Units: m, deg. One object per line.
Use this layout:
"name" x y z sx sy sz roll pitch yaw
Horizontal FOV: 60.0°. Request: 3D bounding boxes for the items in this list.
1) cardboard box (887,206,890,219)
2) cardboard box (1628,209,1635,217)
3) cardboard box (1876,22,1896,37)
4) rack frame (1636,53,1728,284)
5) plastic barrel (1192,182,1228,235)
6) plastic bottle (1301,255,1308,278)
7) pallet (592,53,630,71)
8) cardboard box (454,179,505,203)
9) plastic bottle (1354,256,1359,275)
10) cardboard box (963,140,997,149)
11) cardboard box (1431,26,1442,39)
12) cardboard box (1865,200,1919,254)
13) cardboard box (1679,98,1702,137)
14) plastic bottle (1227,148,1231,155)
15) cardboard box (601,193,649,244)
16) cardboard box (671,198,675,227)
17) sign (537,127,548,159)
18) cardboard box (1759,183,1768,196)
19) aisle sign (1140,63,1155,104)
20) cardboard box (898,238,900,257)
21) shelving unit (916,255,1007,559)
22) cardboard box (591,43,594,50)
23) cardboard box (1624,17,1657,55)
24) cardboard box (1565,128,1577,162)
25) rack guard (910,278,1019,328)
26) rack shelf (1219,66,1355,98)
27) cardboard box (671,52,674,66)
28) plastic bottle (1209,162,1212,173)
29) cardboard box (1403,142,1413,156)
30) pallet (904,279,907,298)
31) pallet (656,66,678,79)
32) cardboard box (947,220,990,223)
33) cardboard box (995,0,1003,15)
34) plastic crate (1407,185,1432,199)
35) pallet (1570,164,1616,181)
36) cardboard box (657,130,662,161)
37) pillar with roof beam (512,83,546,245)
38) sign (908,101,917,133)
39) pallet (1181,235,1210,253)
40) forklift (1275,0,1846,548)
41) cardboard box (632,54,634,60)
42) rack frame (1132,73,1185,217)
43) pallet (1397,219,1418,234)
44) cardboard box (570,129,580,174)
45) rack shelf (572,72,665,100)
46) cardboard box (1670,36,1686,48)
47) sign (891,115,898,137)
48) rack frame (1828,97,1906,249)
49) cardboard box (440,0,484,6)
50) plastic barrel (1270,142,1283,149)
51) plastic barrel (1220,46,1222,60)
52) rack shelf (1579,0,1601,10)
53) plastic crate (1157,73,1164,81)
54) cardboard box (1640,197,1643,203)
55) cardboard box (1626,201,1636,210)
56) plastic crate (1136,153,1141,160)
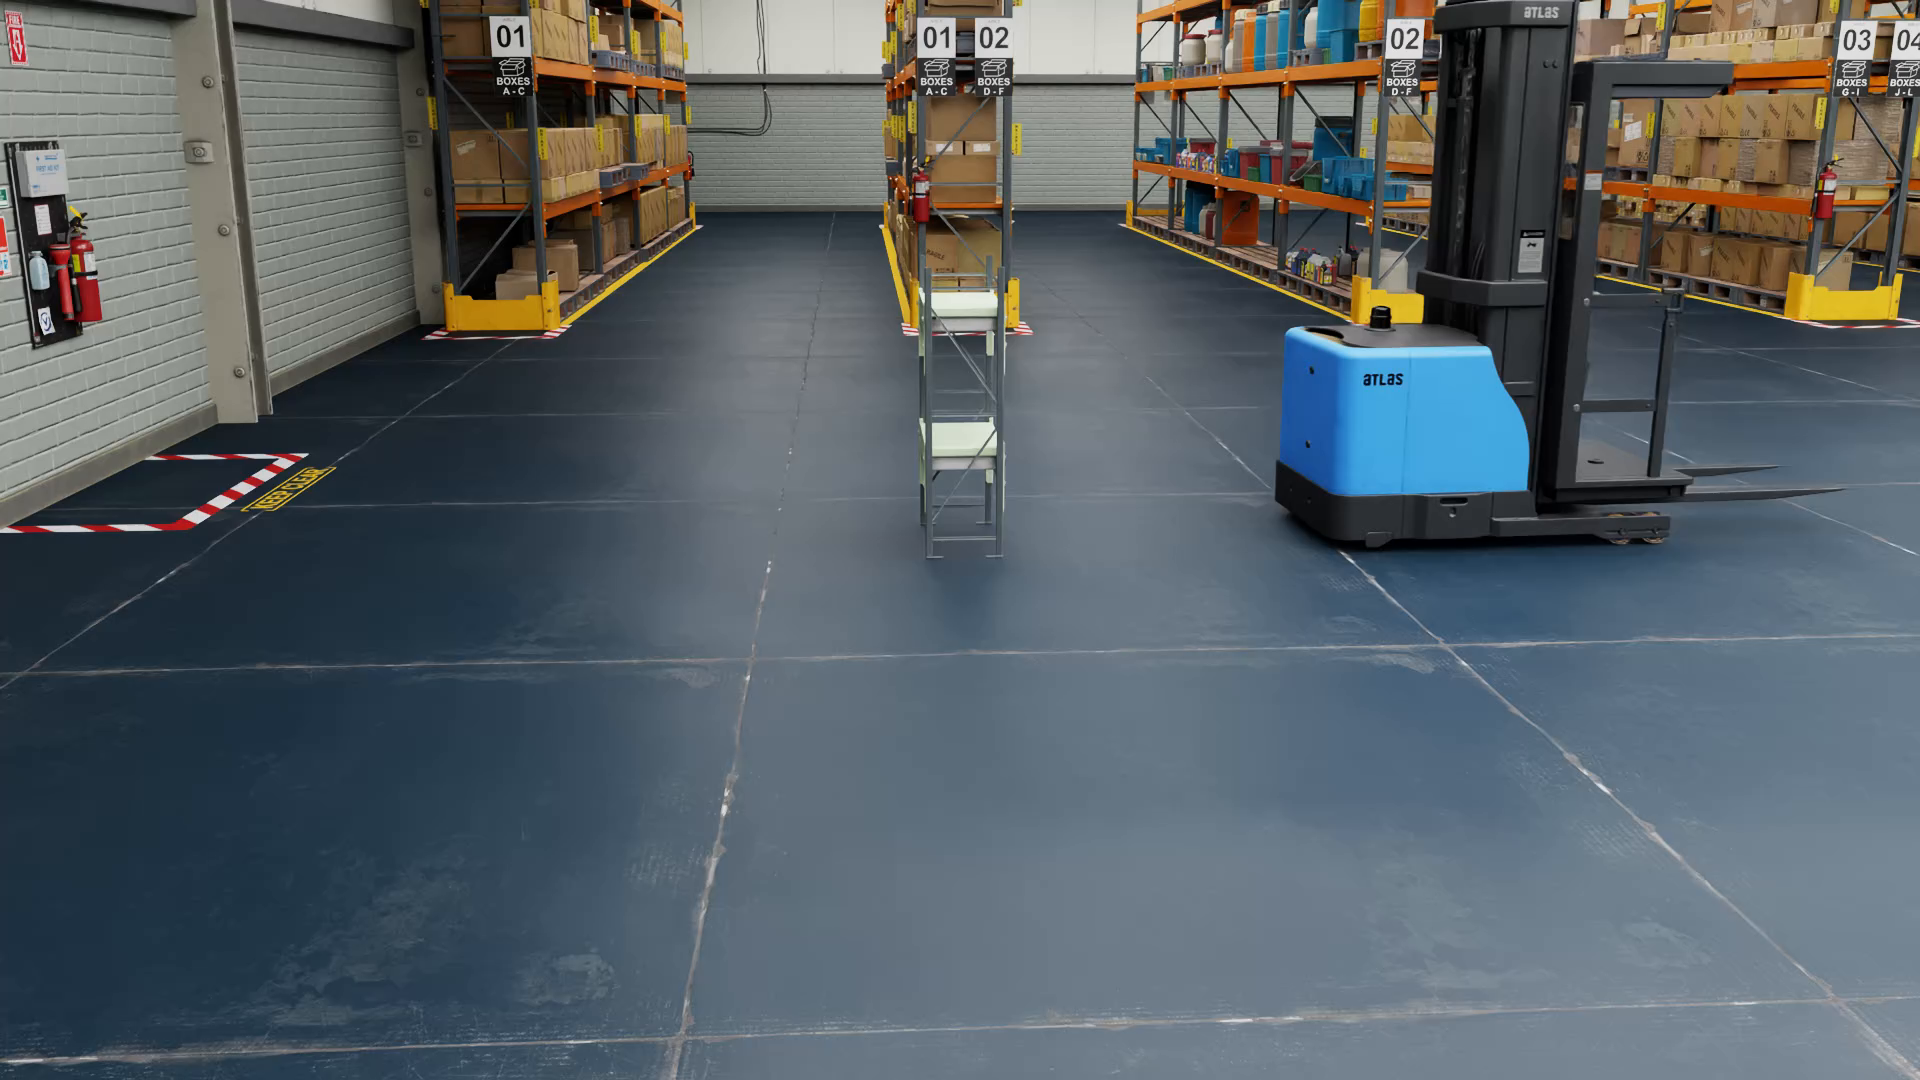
"cardboard box" -1.165 -6.382 32.448 0.500 0.250 0.500 -1 14 -3
"cardboard box" 13.709 -6.592 33.506 0.380 0.149 0.250 -1 14 -4
"cardboard box" 10.146 -5.583 18.187 0.380 0.149 0.250 -1 14 -4
"rack frame" 9.685 -4.933 22.178 1.000 3.000 0.127 -1 14 -3
"plastic barrel" 4.306 -5.721 28.611 0.600 0.901 0.708 -1 14 -3
"plastic bottle" 4.358 -3.458 21.014 0.061 0.283 0.133 0 14 -1
"pallet" -5.146 -6.478 22.541 1.213 0.211 1.003 -1 14 -3
"cardboard box" -5.121 -3.759 17.876 0.500 0.250 0.500 -1 14 -3
"plastic bottle" 5.001 -3.428 20.897 0.061 0.283 0.133 -1 14 -3
"cardboard box" 0.217 -4.315 18.274 0.380 0.149 0.250 -1 14 -5
"cardboard box" 9.057 -9.531 31.279 0.500 0.250 0.500 -1 14 -5
"cardboard box" 14.399 -4.722 25.033 1.050 0.750 0.750 -1 14 -3
"cardboard box" 9.492 -5.369 21.070 0.500 0.500 0.500 -1 14 -3
"plastic bottle" 4.641 -6.552 28.572 0.144 0.351 0.185 -1 14 -3
"cardboard box" -5.309 -5.045 26.087 0.750 0.750 0.750 -1 14 -4
"cardboard box" -5.614 -5.998 30.493 0.700 0.500 0.500 -1 14 -4
"sign" -4.357 -4.136 17.344 0.100 0.325 0.005 -1 14 -3
"cardboard box" 9.653 -4.133 19.573 0.380 0.149 0.250 -1 14 -3
"aisle sign" 3.697 -9.113 33.207 0.394 0.787 0.004 -1 14 -3
"cardboard box" -0.641 -4.258 24.232 0.500 0.250 0.500 -1 14 -5
"shelving unit" 0.000 -0.725 8.833 0.431 1.500 0.755 -1 14 -3
"cardboard box" -5.139 -6.606 22.000 0.500 0.311 0.500 0 14 -2
"cardboard box" 9.695 -6.991 23.110 0.797 0.503 0.637 0 14 -1
"cardboard box" 9.510 -6.046 25.460 0.500 0.500 0.500 -3 15 -10
"rack guard" 0.047 -2.569 18.009 1.175 0.500 0.348 -1 14 -3
"rack shelf" 4.618 -6.458 23.530 1.077 0.370 4.000 -1 14 -3
"cardboard box" -5.478 -8.755 30.271 0.500 0.250 0.500 -1 14 -5
"plastic bottle" 4.034 -5.959 26.567 0.097 0.201 0.097 0 14 0
"cardboard box" 8.806 -7.481 31.786 0.500 0.250 0.500 -1 14 -5
"pallet" -0.195 -3.232 21.163 1.003 0.211 1.213 -1 14 -3
"pallet" -5.755 -8.609 30.624 1.003 0.211 1.213 -1 14 -3
"cardboard box" 0.098 -3.655 20.382 0.500 0.500 0.500 -1 14 -3
"cardboard box" 0.215 -5.975 18.886 0.500 0.500 0.500 -1 14 -3
"plastic crate" 5.255 -3.961 18.931 0.298 0.136 0.250 -1 14 -3
"pallet" 9.601 -5.343 24.157 1.003 0.211 1.213 -1 14 -3
"cardboard box" -5.321 -6.657 28.043 0.500 0.500 0.500 -1 14 -3
"pillar with roof beam" -1.880 -8.333 23.355 9.100 9.000 0.400 -1 14 -3
"sign" -0.497 -4.456 17.528 0.100 0.325 0.005 -1 14 -3
"pallet" 4.331 -4.999 28.030 1.003 0.211 1.213 -1 14 -3
"forklift" 3.381 -1.522 9.059 3.031 2.935 1.130 -2 15 -7
"cardboard box" -5.631 -7.923 26.698 0.700 0.500 0.500 -1 14 -3
"rack frame" 3.998 -7.841 33.480 1.000 3.000 0.127 -1 14 -3
"pallet" 9.142 -6.066 32.180 1.003 0.211 1.213 -1 14 -3
"cardboard box" -4.719 -4.512 19.298 0.500 0.500 0.500 0 14 -2
"rack shelf" -5.518 -7.300 26.801 1.077 0.370 4.000 -1 14 -3
"cardboard box" 9.397 -6.420 21.440 0.380 0.149 0.250 -1 14 -5
"sign" -0.991 -6.287 25.277 0.100 0.325 0.005 -1 14 -3
"rack frame" 14.394 -5.979 26.244 1.000 3.000 0.127 -1 14 -3
"cardboard box" -5.186 -5.807 17.307 0.500 0.500 0.500 0 14 -1
"plastic barrel" 4.771 -5.653 24.751 0.421 0.512 0.421 0 14 0
"plastic barrel" 4.281 -7.704 26.366 0.301 0.262 0.301 0 14 0
"rack shelf" 9.313 -8.788 27.369 1.077 0.370 4.000 -1 14 -3
"plastic crate" 3.787 -8.481 30.479 0.293 0.136 0.466 -1 14 -3
"cardboard box" 13.714 -6.752 32.933 0.380 0.149 0.250 -2 15 -6
"cardboard box" 13.635 -6.732 33.453 0.380 0.149 0.250 -1 14 -4
"plastic crate" 3.622 -7.594 32.932 0.250 0.136 0.298 -1 14 -3
